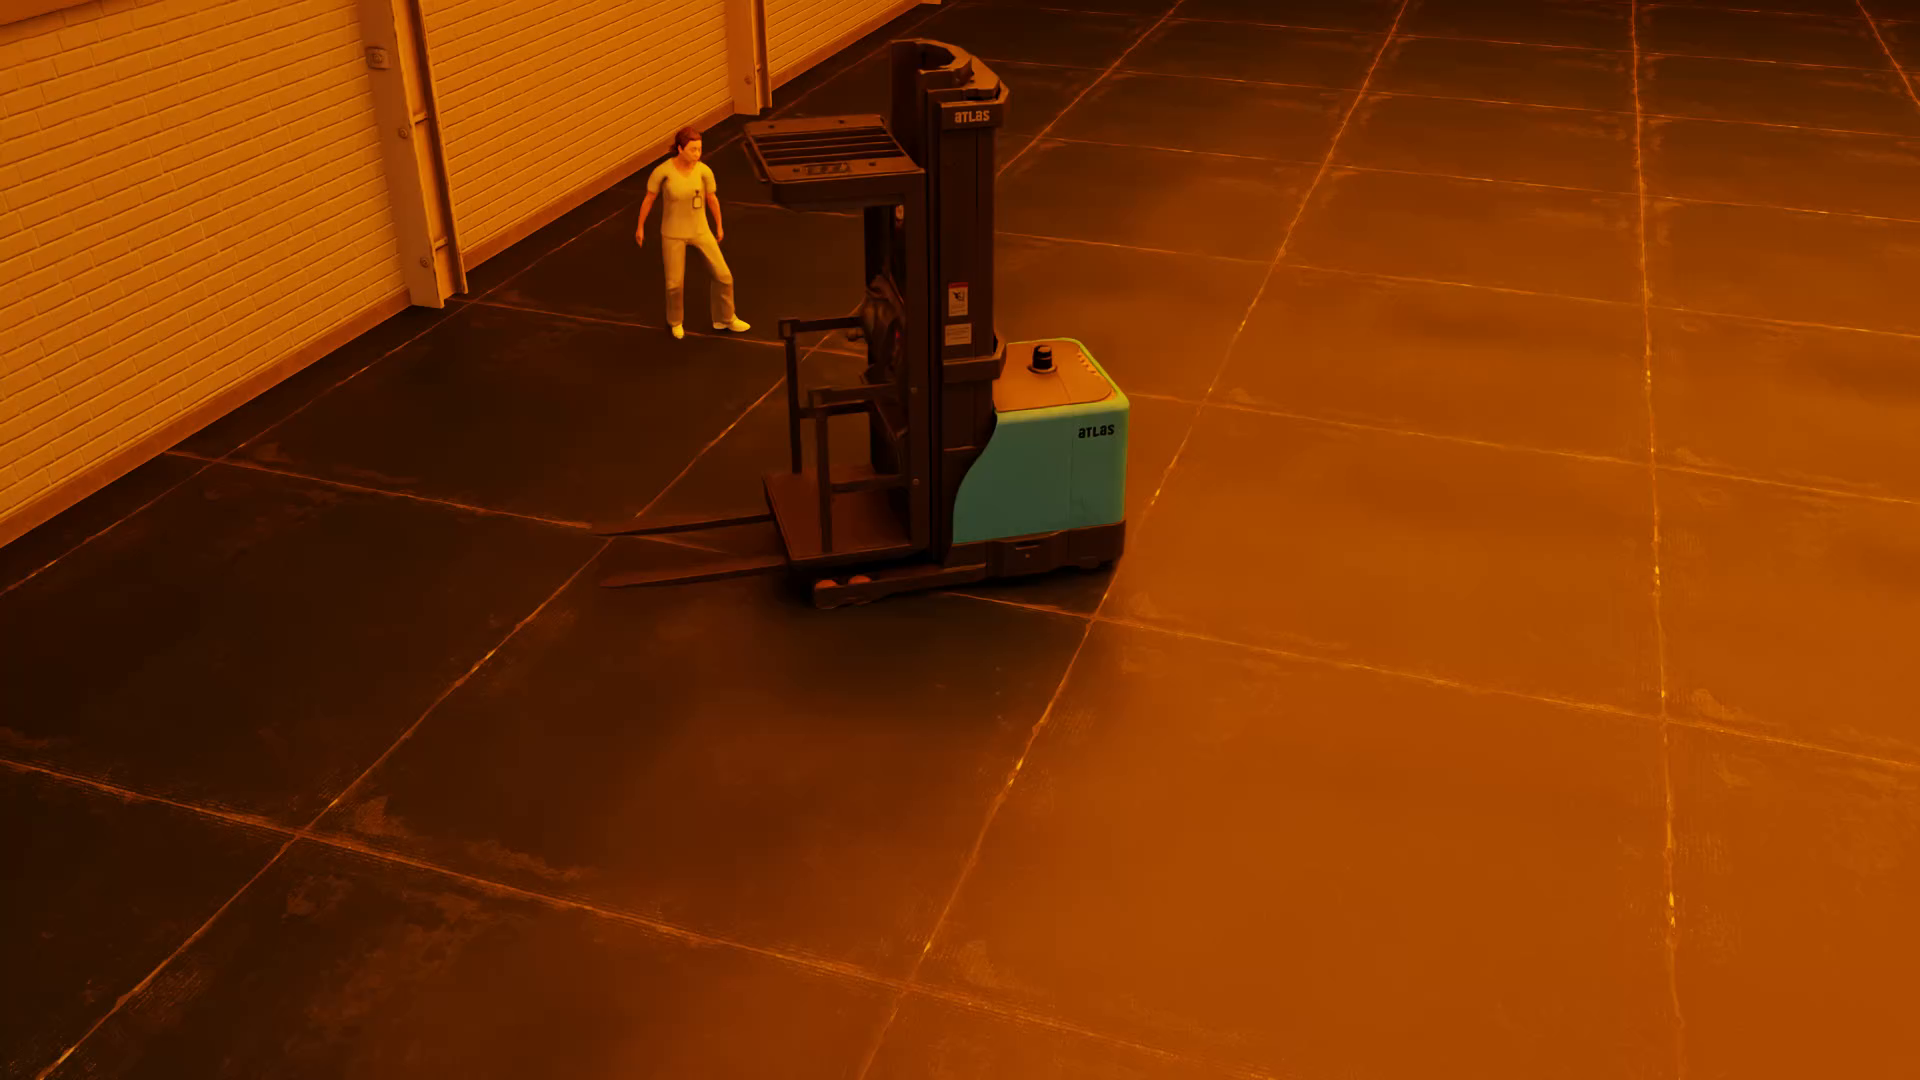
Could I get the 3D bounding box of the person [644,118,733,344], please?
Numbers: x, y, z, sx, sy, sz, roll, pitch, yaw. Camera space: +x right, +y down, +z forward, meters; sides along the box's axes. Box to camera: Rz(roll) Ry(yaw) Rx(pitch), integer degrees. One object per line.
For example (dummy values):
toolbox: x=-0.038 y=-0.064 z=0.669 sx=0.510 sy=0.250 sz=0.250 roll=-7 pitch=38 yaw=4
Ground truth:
person: x=-2.079 y=-2.347 z=12.526 sx=0.568 sy=1.679 sz=0.393 roll=-16 pitch=33 yaw=-25

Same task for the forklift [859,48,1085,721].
forklift: x=0.036 y=-0.960 z=8.821 sx=1.130 sy=2.935 sz=3.031 roll=-2 pitch=30 yaw=-3
